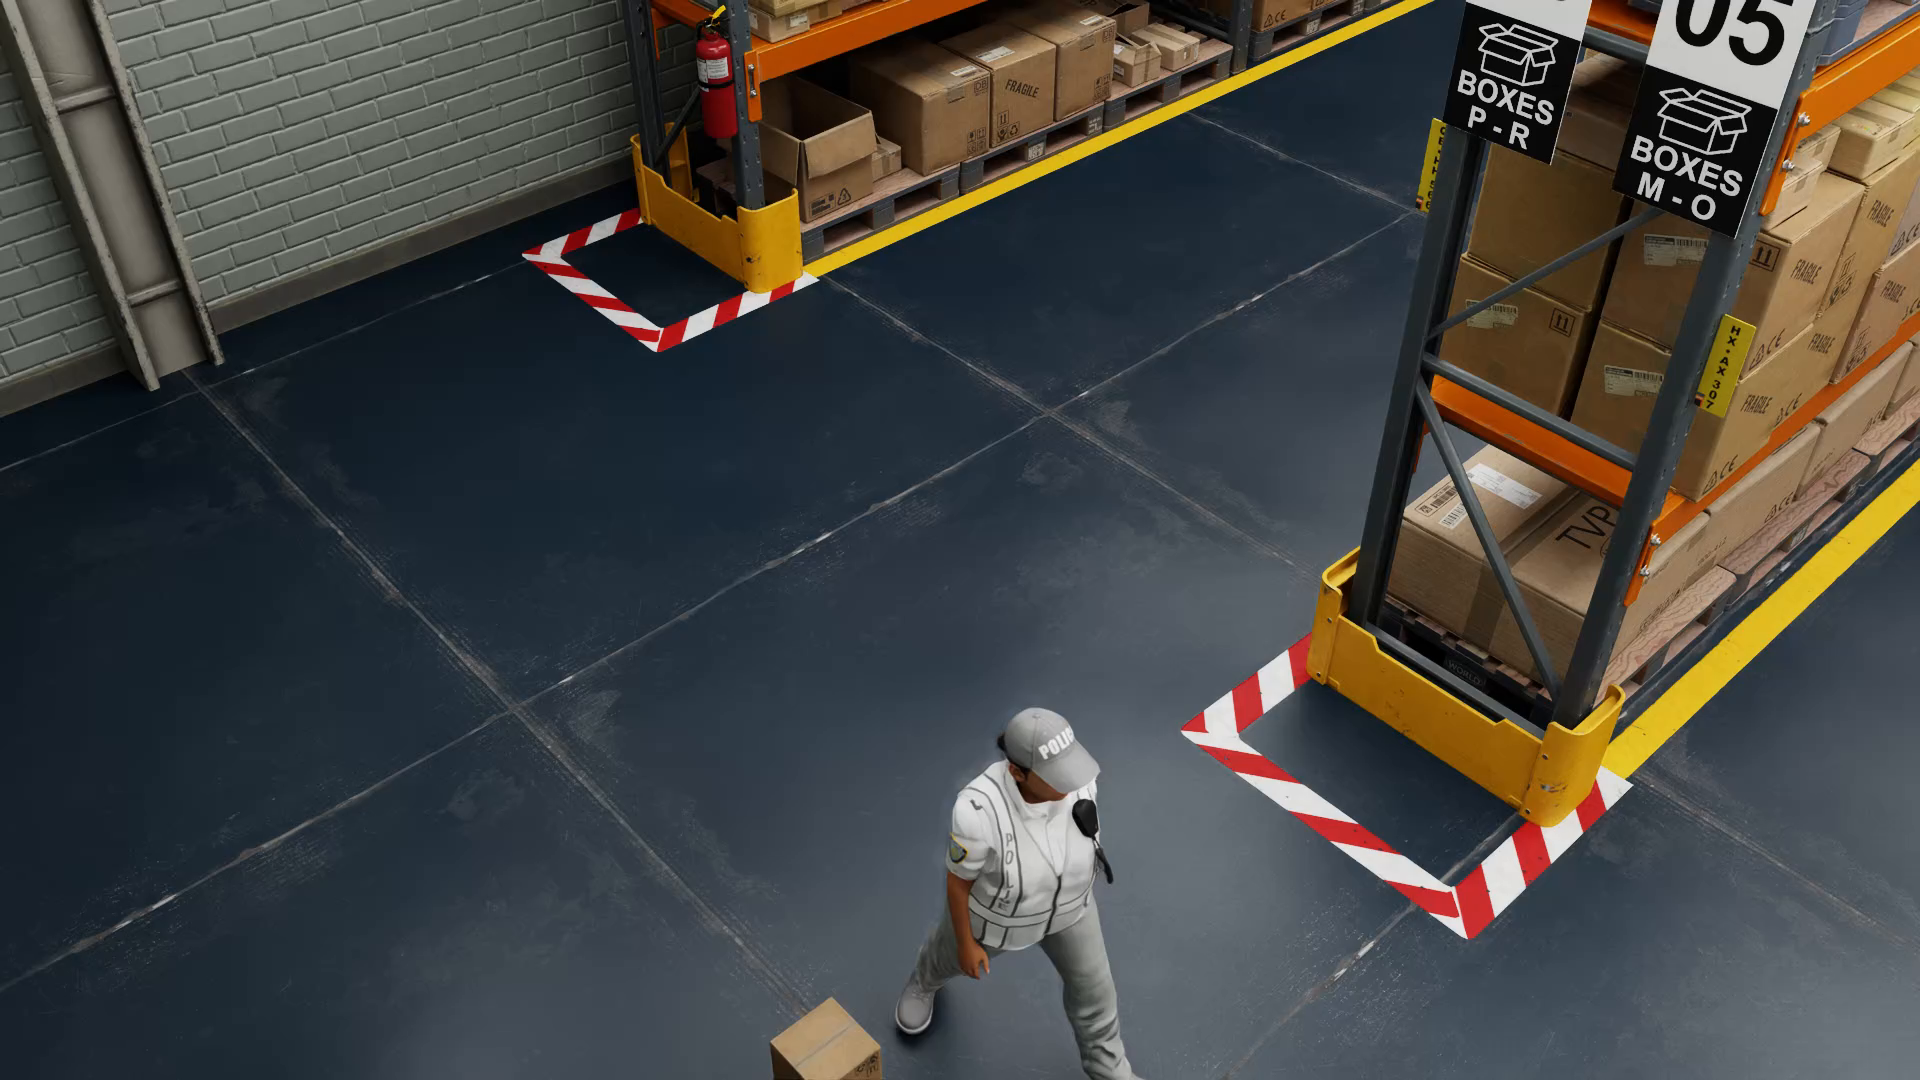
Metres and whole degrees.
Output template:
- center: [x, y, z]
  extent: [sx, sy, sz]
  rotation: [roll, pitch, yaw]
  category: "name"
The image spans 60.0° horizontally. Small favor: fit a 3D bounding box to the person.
- center: [0.190, 1.062, 4.897]
  extent: [0.633, 1.623, 0.892]
  rotation: [-17, 43, -19]
  category: "person"
